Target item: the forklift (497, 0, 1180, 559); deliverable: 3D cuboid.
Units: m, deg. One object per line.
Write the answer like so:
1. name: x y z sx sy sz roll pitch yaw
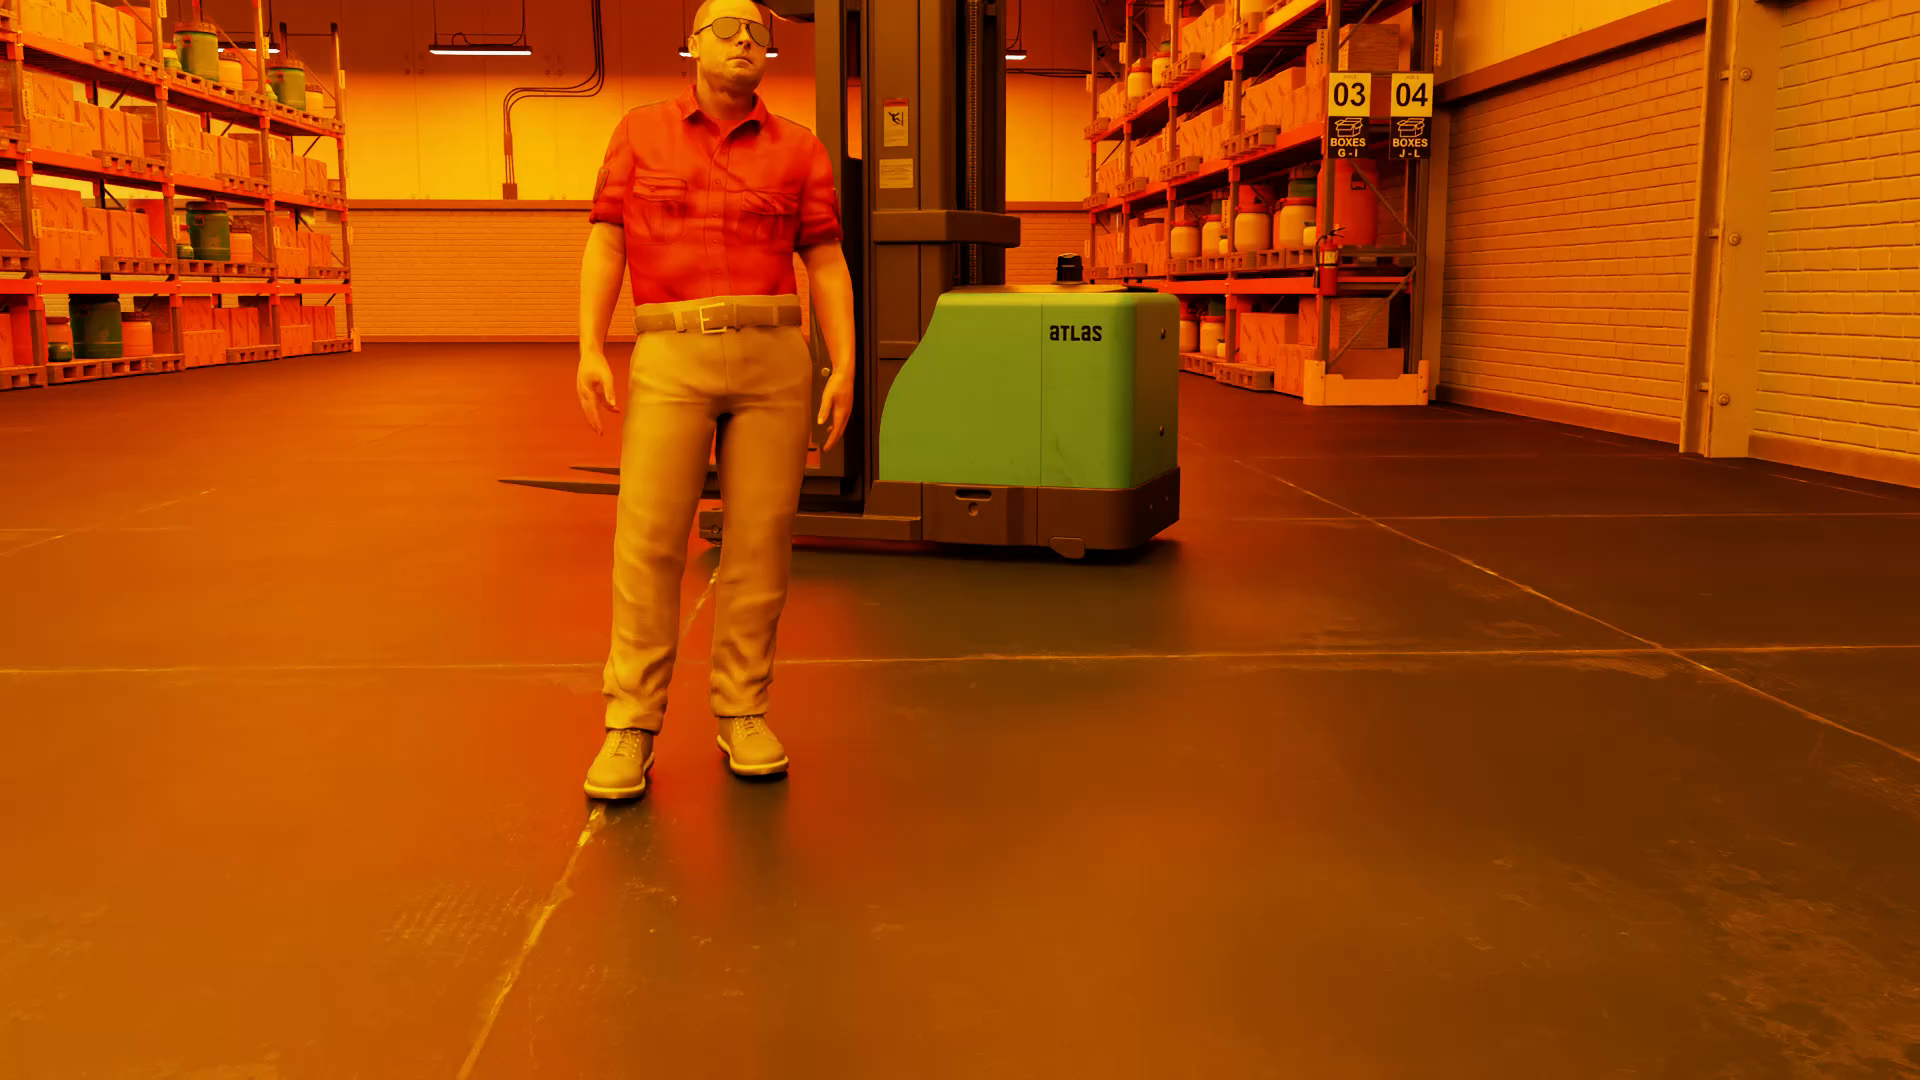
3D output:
1. forklift: -0.594 -1.480 7.297 3.031 2.935 1.130 3 9 19

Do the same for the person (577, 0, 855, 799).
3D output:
1. person: -0.533 -0.343 3.686 0.641 1.727 0.551 -2 9 -12
